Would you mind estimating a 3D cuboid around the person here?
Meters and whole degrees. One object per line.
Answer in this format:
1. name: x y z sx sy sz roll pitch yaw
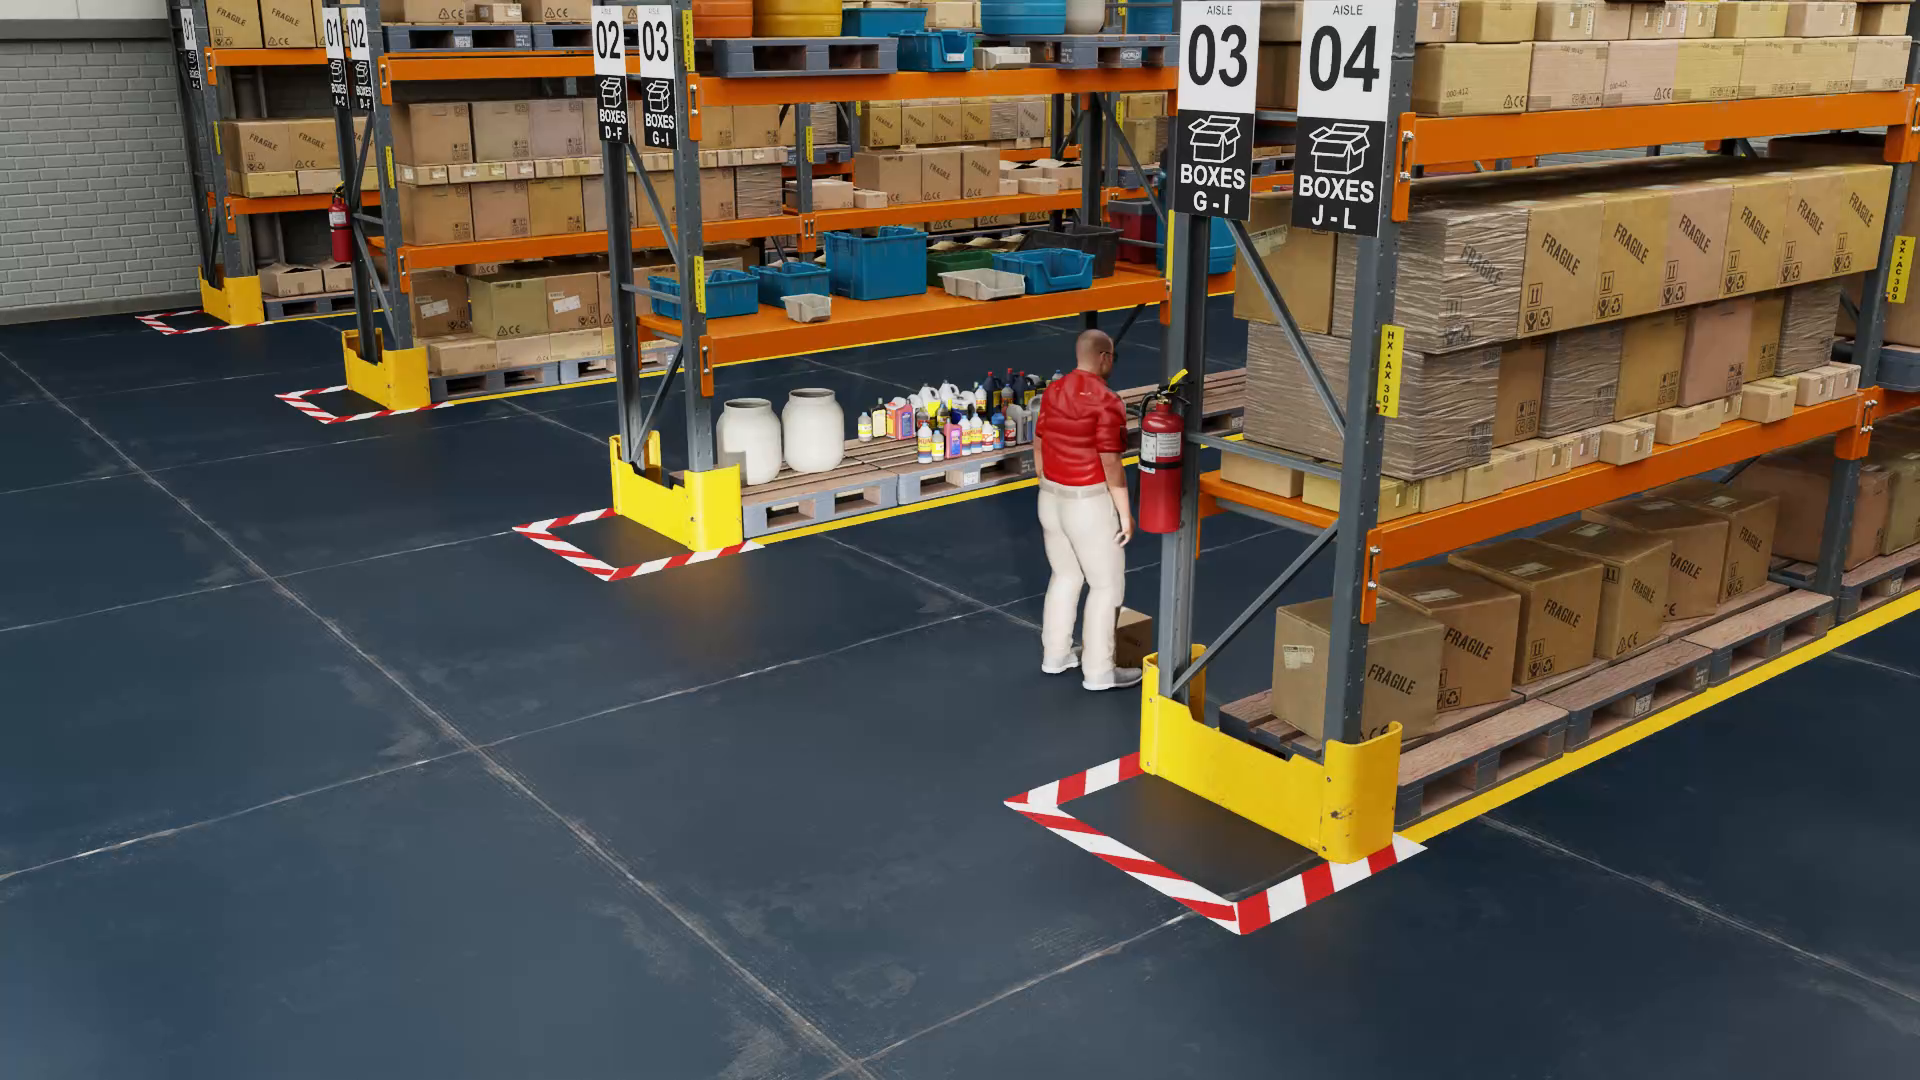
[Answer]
1. person: 0.602 -0.154 8.061 0.382 1.726 0.593 -14 22 -37
